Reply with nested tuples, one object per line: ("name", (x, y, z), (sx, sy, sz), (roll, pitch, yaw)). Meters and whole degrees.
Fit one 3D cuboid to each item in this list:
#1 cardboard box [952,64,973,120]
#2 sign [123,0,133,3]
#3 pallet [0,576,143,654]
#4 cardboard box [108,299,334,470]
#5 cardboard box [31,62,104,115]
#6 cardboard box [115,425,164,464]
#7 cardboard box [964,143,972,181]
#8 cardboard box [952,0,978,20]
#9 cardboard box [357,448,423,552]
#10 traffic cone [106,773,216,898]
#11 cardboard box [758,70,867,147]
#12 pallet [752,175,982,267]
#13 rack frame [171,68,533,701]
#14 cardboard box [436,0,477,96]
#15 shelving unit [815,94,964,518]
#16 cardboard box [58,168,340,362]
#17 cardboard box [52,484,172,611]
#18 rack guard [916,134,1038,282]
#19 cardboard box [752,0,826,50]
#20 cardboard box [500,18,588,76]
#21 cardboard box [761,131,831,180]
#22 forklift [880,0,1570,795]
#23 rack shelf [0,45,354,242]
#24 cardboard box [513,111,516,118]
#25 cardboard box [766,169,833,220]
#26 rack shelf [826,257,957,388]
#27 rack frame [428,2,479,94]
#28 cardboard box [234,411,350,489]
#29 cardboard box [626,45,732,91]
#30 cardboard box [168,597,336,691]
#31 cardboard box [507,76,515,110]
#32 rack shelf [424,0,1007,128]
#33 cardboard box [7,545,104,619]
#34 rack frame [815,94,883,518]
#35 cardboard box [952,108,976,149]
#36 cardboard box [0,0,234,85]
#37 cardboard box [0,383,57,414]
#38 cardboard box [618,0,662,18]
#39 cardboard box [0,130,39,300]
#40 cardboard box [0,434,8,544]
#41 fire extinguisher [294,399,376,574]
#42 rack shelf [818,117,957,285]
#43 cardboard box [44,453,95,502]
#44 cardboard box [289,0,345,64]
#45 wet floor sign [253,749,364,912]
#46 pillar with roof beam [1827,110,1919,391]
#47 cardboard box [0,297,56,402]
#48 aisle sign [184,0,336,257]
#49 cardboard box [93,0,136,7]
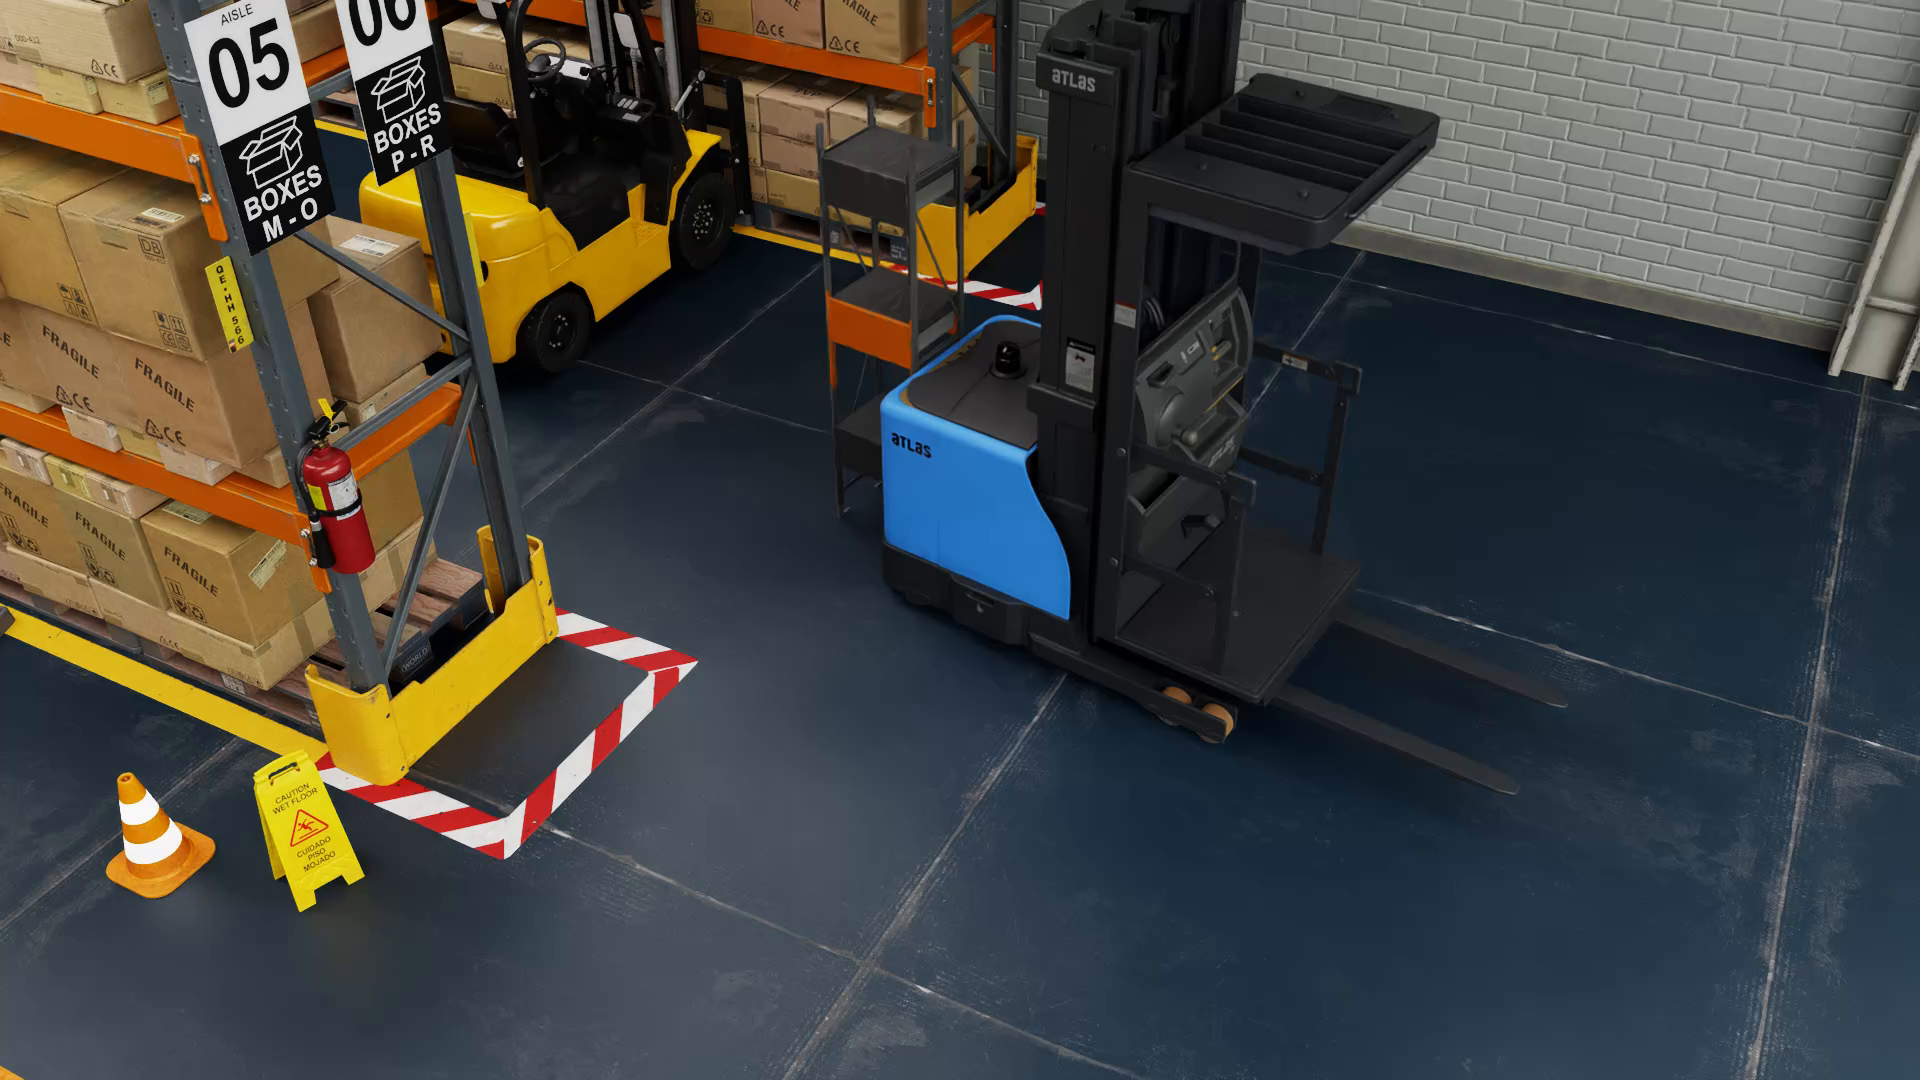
("cardboard box", (-0.251, -2.869, 10.668), (0.500, 0.250, 0.500), (17, 40, 21))
("sign", (-2.464, -1.752, 4.884), (0.005, 0.325, 0.100), (17, 41, 21))
("pallet", (-4.042, 0.008, 8.085), (1.213, 0.211, 1.003), (17, 41, 21))
("cardboard box", (-2.799, -0.658, 6.328), (0.500, 0.500, 0.500), (17, 40, 21))
("cardboard box", (-2.872, -1.593, 5.614), (0.250, 0.149, 0.380), (18, 41, 22))
("cardboard box", (-3.115, -0.480, 6.629), (0.250, 0.149, 0.380), (17, 40, 21))
("cardboard box", (-0.257, -2.477, 10.979), (0.500, 0.250, 0.500), (18, 41, 22))
("cardboard box", (-0.223, -3.490, 10.304), (0.500, 0.500, 0.500), (19, 41, 23))
("cardboard box", (-2.801, -0.247, 7.421), (0.500, 0.500, 0.500), (16, 40, 20))
("traffic cone", (-3.166, 1.086, 6.456), (0.334, 0.463, 0.336), (17, 41, 21))
("cardboard box", (-0.920, -2.733, 10.489), (0.500, 0.250, 0.500), (18, 41, 22))
("pallet", (-0.610, -2.243, 11.050), (1.213, 0.211, 1.003), (17, 41, 21))
("rack frame", (-2.191, -0.497, 6.444), (0.127, 3.000, 1.000), (17, 41, 21))
("cardboard box", (-3.932, -3.636, 12.195), (0.625, 0.625, 0.875), (19, 41, 23))
("shelving unit", (-0.301, -0.965, 7.804), (0.503, 2.100, 0.431), (23, 43, 27))
("cardboard box", (-2.745, -1.079, 6.054), (0.500, 0.500, 0.700), (16, 40, 20))
("cardboard box", (-3.487, -0.094, 7.219), (0.500, 0.500, 0.500), (19, 41, 23))
("rack guard", (0.110, -2.161, 10.703), (0.348, 0.500, 1.175), (17, 41, 21))
("cardboard box", (-0.925, -3.348, 10.117), (0.500, 0.500, 0.500), (19, 41, 23))
("cardboard box", (-2.728, -3.295, 11.230), (0.500, 0.250, 0.500), (17, 41, 22))
("cardboard box", (-0.928, -2.547, 10.658), (0.500, 0.250, 0.500), (17, 40, 21))
("forklift", (1.135, -0.666, 6.723), (3.031, 2.935, 1.130), (23, 43, 27))
("rack shelf", (-3.967, -1.962, 6.487), (4.000, 0.370, 1.077), (17, 41, 21))
("cardboard box", (-2.728, -2.902, 11.539), (0.500, 0.250, 0.500), (17, 40, 21))
("cardboard box", (-0.911, -2.340, 10.798), (0.500, 0.250, 0.500), (17, 41, 21))
("rack shelf", (-0.301, -0.954, 7.812), (0.480, 0.518, 0.431), (23, 43, 27))
("rack frame", (-3.463, -4.275, 11.421), (0.127, 3.000, 1.000), (17, 41, 21))
("cardboard box", (-2.621, -0.386, 6.505), (0.250, 0.149, 0.380), (19, 41, 23))
("cardboard box", (-1.819, -3.013, 10.858), (0.500, 0.250, 0.500), (17, 40, 21))
("cardboard box", (-3.053, 0.344, 7.263), (0.500, 0.250, 0.500), (17, 40, 21))
("cardboard box", (-2.727, -3.107, 11.396), (0.500, 0.250, 0.500), (17, 40, 21))
("rack shelf", (-1.687, -3.433, 10.906), (4.000, 0.370, 1.077), (17, 41, 21))
("cardboard box", (-3.956, 0.060, 7.637), (0.500, 0.250, 0.500), (16, 40, 20))
("rack frame", (-0.503, -1.048, 7.914), (0.015, 2.100, 0.400), (23, 43, 27))
("cardboard box", (-0.233, -2.677, 10.828), (0.500, 0.250, 0.500), (18, 41, 22))
("cardboard box", (-2.769, -1.748, 5.489), (0.500, 0.250, 0.500), (17, 40, 21))
("cardboard box", (-3.789, -0.704, 6.924), (0.250, 0.149, 0.380), (17, 40, 21))
("cardboard box", (-1.832, -3.624, 10.481), (0.500, 0.500, 0.500), (18, 41, 22))
("cardboard box", (-3.691, -1.310, 6.359), (0.500, 0.500, 0.700), (17, 40, 21))
("cardboard box", (-4.402, -0.384, 7.601), (0.500, 0.500, 0.500), (20, 41, 24))
("fire extinguisher", (-2.301, -0.187, 6.099), (0.183, 0.674, 0.296), (17, 41, 21))
("rack shelf", (-0.301, -1.511, 7.389), (0.480, 0.518, 0.431), (23, 43, 27))
("cardboard box", (-3.601, -0.347, 7.016), (0.250, 0.149, 0.380), (18, 41, 22))
("cardboard box", (-2.336, -1.858, 5.964), (0.250, 0.149, 0.380), (17, 41, 22))
("wet floor sign", (-2.514, 1.068, 6.329), (0.267, 0.644, 0.232), (-29, 46, -33))
("pillar with roof beam", (3.233, -2.251, 3.792), (0.400, 9.000, 9.100), (17, 41, 21))
("cardboard box", (-3.684, -0.941, 6.700), (0.500, 0.500, 0.500), (17, 40, 21))
("aisle sign", (-2.269, -1.360, 5.430), (0.004, 0.787, 0.394), (17, 41, 21))
("cardboard box", (-2.627, -1.845, 5.287), (0.250, 0.149, 0.380), (18, 41, 22))
